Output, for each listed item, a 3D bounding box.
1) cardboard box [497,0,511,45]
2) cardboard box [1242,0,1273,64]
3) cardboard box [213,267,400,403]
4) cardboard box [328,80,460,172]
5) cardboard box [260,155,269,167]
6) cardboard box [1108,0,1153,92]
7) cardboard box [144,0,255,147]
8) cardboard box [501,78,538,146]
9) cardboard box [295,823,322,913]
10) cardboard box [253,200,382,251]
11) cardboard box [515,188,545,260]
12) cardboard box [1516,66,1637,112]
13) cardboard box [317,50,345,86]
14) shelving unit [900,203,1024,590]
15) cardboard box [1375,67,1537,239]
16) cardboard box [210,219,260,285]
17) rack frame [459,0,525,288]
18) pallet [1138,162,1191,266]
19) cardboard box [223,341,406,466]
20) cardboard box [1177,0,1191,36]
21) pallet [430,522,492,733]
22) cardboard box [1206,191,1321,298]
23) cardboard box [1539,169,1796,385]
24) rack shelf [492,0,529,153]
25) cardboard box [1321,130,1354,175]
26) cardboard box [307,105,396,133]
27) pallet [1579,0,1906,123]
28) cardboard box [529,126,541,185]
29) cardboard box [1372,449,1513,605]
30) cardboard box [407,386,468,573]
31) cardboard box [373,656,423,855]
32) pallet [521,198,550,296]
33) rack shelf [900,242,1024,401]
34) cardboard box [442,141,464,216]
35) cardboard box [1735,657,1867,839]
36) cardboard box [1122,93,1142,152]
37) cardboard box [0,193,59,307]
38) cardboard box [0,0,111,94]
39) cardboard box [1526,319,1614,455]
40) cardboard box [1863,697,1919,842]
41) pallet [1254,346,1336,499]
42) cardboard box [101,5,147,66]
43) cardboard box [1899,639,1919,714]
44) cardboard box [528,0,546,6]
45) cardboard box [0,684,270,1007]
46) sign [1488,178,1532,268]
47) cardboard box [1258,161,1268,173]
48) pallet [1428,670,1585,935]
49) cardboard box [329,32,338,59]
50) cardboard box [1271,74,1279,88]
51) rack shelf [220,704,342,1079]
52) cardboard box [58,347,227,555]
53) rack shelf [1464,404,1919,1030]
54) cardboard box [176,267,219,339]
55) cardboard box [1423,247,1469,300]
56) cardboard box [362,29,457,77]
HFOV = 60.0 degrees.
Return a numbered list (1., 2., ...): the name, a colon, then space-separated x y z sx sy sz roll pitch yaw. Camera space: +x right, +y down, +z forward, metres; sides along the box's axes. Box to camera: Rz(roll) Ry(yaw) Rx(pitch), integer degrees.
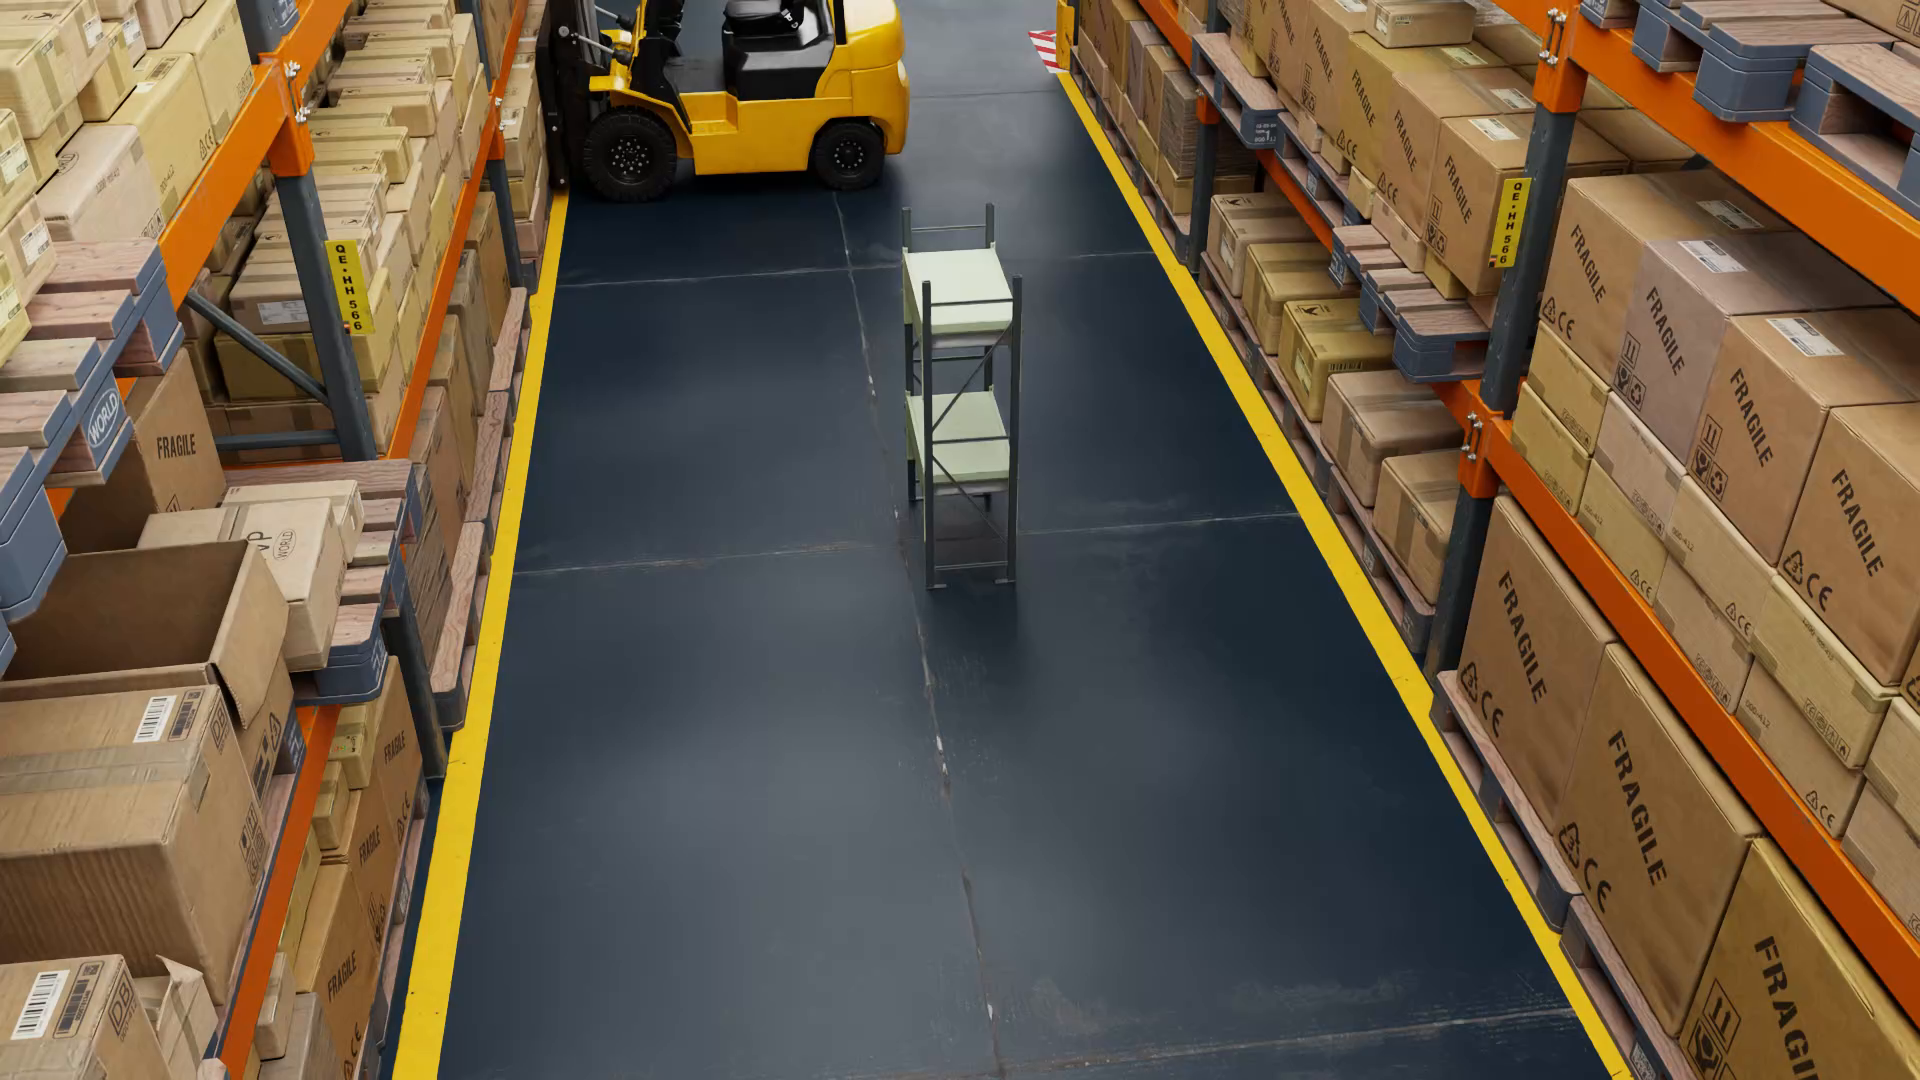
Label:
1. cardboard box: -2.911 -3.143 9.609 0.500 0.500 0.500 -4 34 -6
2. cardboard box: 1.741 -2.698 8.319 0.500 0.500 0.500 -4 35 -6
3. cardboard box: -2.278 -0.725 5.840 0.500 0.250 0.500 -4 35 -6
4. cardboard box: -2.565 -1.863 7.509 0.500 0.250 0.500 -4 34 -5
5. cardboard box: -2.956 -1.644 6.833 0.380 0.149 0.250 -3 34 -5
6. cardboard box: 1.329 -3.446 11.546 0.500 0.500 0.500 -4 34 -5
7. cardboard box: -2.176 -1.222 4.349 0.500 0.250 0.500 -5 35 -8
8. cardboard box: -2.836 -2.575 10.046 0.500 0.250 0.500 -4 35 -6
9. cardboard box: -2.119 0.986 4.910 0.380 0.149 0.250 -3 34 -5
10. cardboard box: -2.334 -1.113 6.054 0.380 0.149 0.250 -3 34 -5
11. cardboard box: -2.761 -1.877 9.910 0.500 0.250 0.500 -4 34 -6
12. cardboard box: 2.524 -1.587 6.690 0.500 0.500 0.500 -3 34 -4
13. cardboard box: -3.152 -2.106 7.865 0.500 0.250 0.500 -5 35 -7
14. shelving unit: -0.001 -0.623 7.333 0.431 1.500 0.755 -4 35 -6
15. cardboard box: 2.015 -1.549 6.633 0.500 0.500 0.500 -5 35 -7
16. cardboard box: -2.892 -0.972 6.202 0.500 0.250 0.500 -4 34 -6
17. rack frame: -3.024 -2.545 8.821 1.000 3.000 0.127 -4 35 -6
18. pallet: 1.769 -2.143 10.707 1.003 0.211 1.213 -4 35 -6
19. cardboard box: -2.303 -0.517 5.978 0.500 0.250 0.500 -4 35 -6
20. cardboard box: 1.509 -3.114 9.879 0.380 0.149 0.250 -4 34 -5
21. pallet: -2.558 0.377 7.009 1.003 0.211 1.213 -4 35 -6
22. cardboard box: 1.967 -1.718 9.568 0.950 0.372 0.625 -4 34 -6
23. cardboard box: 2.256 -0.851 5.359 0.500 0.500 0.500 -5 35 -8
24. rack shelf: -3.293 -3.364 10.661 1.077 0.370 4.000 -4 35 -6
25. cardboard box: 1.868 -1.784 7.555 0.380 0.149 0.250 -5 35 -8
26. cardboard box: -2.551 -1.679 6.886 0.380 0.149 0.250 -4 35 -6
27. pallet: 2.572 -1.497 4.787 1.213 0.211 1.003 -3 34 -4
28. cardboard box: -2.852 -2.363 10.179 0.500 0.250 0.500 -5 35 -7
29. cardboard box: 2.366 -0.094 7.185 0.950 0.372 0.625 -7 35 -10
30. cardboard box: -2.652 -0.218 7.142 0.875 0.625 0.625 -3 34 -5
31. cardboard box: -2.216 0.766 5.809 0.500 0.500 0.500 -3 34 -5
32. pallet: -3.089 -1.840 10.262 1.003 0.211 1.213 -4 35 -6
33. rack shelf: -0.001 -0.946 7.113 0.431 0.370 0.720 -4 35 -6
34. cardboard box: -2.587 -1.662 7.658 0.500 0.250 0.500 -4 34 -6
35. cardboard box: 2.470 0.517 4.461 0.500 0.250 0.500 -4 35 -6
36. cardboard box: 1.403 -2.850 11.337 0.500 0.250 0.500 -4 34 -6
37. cardboard box: -1.826 -0.484 2.894 0.380 0.149 0.250 -4 34 -5
38. cardboard box: -2.008 -1.025 3.442 0.380 0.149 0.250 -5 35 -7
39. cardboard box: 2.256 -0.534 5.559 0.500 0.250 0.500 -5 35 -7
40. cardboard box: 2.520 0.602 3.892 0.500 0.250 0.500 -4 34 -5
41. pallet: 2.168 -0.654 8.522 1.003 0.211 1.213 -4 35 -6
42. cardboard box: -2.174 -1.181 3.934 0.380 0.149 0.250 -4 34 -5
43. cardboard box: 2.536 0.284 3.693 0.500 0.500 0.500 -3 34 -5
44. cardboard box: -3.116 -3.710 11.711 0.500 0.250 0.500 -4 34 -6
45. cardboard box: -1.966 0.691 3.611 0.700 0.500 0.500 -5 35 -7
46. sign: 1.896 -1.090 5.728 0.100 0.325 0.005 -4 35 -6
47. cardboard box: 2.083 -2.620 10.333 0.500 0.500 0.500 -3 34 -4
48. pallet: 2.464 0.907 6.231 1.003 0.211 1.213 -4 35 -6
49. cardboard box: -3.172 -2.349 7.868 0.380 0.149 0.250 -4 35 -7
50. cardboard box: 1.795 -2.368 8.411 0.380 0.149 0.250 -2 34 -3
51. rack shelf: -2.217 1.101 4.110 1.077 0.370 4.000 -4 35 -6
52. cardboard box: -2.571 -0.228 4.960 0.500 0.500 0.500 -3 34 -4
53. rack shelf: 2.701 0.723 4.665 1.077 0.370 4.000 -4 35 -6
54. cardboard box: -2.730 -0.788 5.578 0.380 0.149 0.250 -3 34 -5
55. cardboard box: 2.047 -1.070 6.506 0.380 0.149 0.250 -4 34 -6
56. cardboard box: -2.557 -2.260 7.739 0.380 0.149 0.250 -5 35 -8
